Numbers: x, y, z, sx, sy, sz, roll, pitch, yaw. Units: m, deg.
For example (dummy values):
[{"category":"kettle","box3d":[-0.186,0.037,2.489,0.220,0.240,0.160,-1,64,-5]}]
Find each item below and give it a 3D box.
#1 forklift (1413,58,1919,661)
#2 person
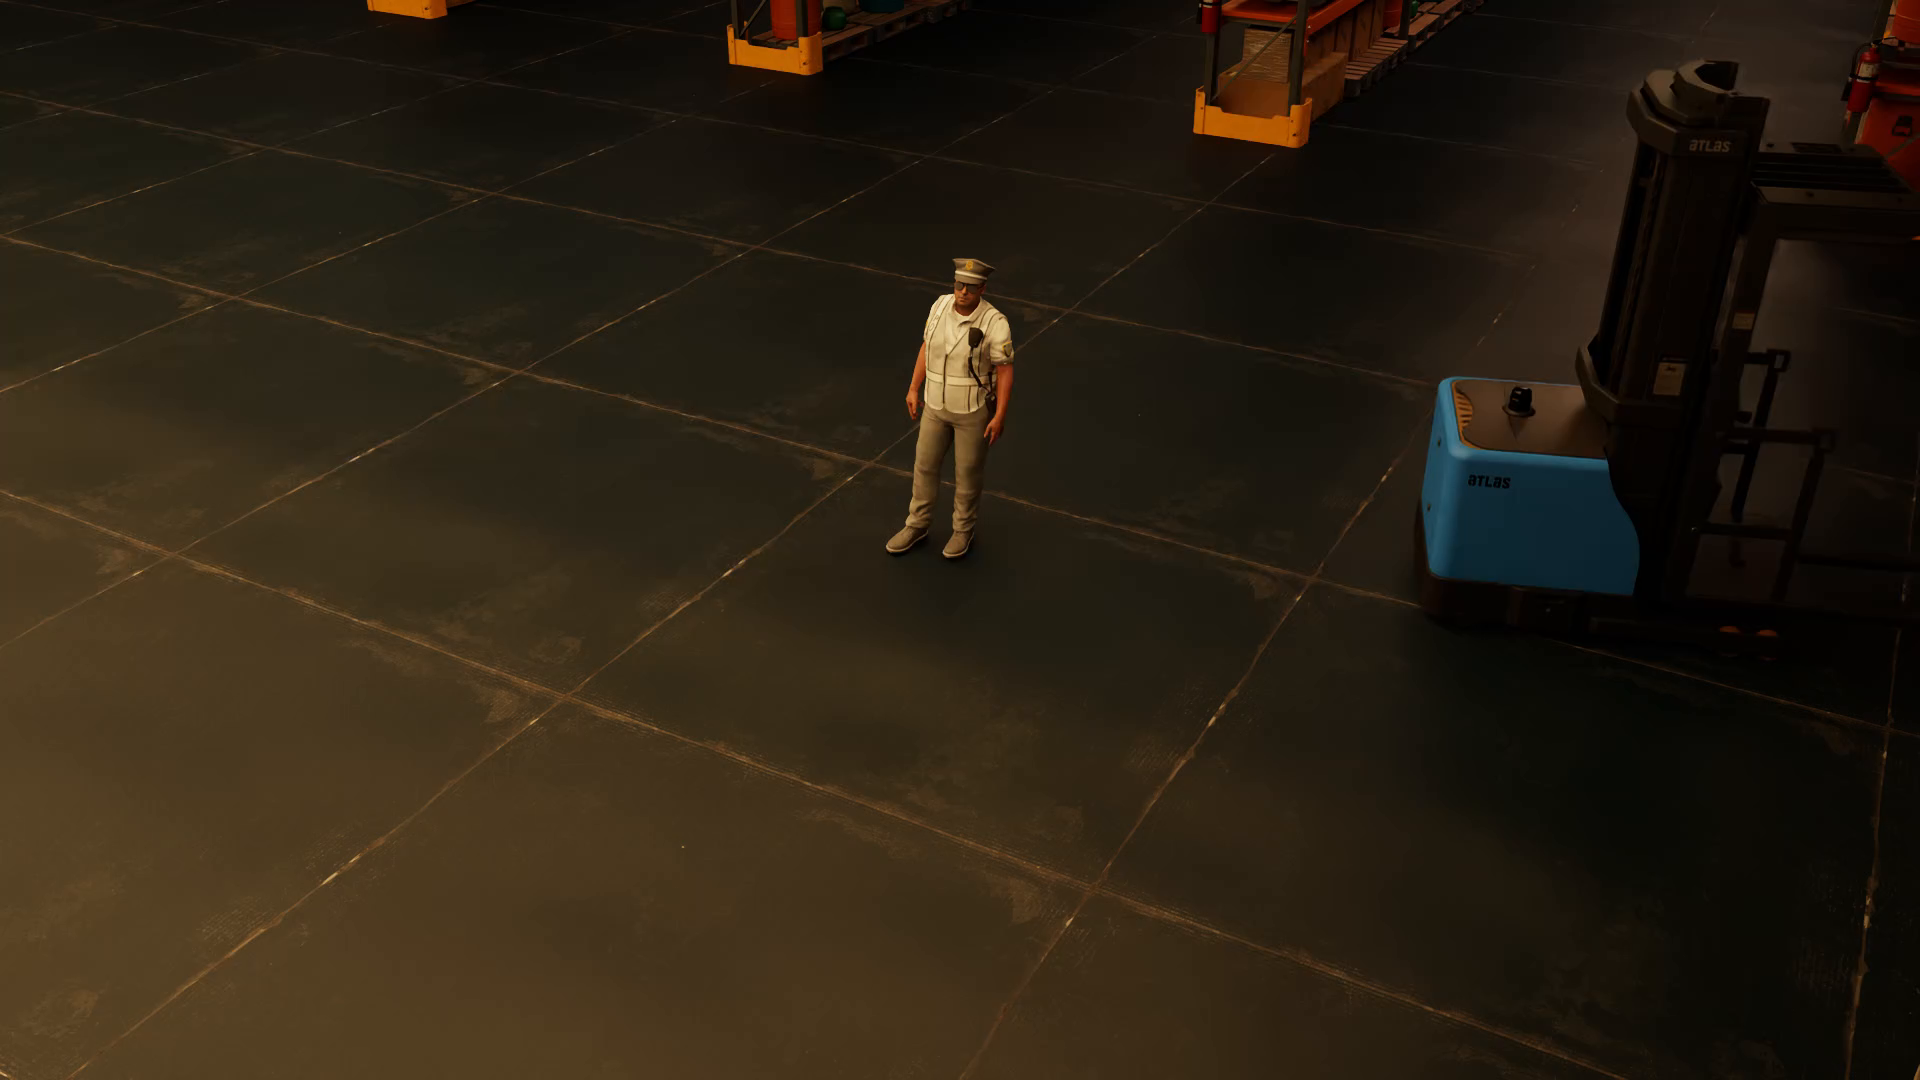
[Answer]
[{"category":"forklift","box3d":[4.124,-0.912,8.650,3.031,2.935,1.130,5,30,9]},{"category":"person","box3d":[-0.048,-0.747,9.499,0.641,1.781,0.574,15,33,25]}]
